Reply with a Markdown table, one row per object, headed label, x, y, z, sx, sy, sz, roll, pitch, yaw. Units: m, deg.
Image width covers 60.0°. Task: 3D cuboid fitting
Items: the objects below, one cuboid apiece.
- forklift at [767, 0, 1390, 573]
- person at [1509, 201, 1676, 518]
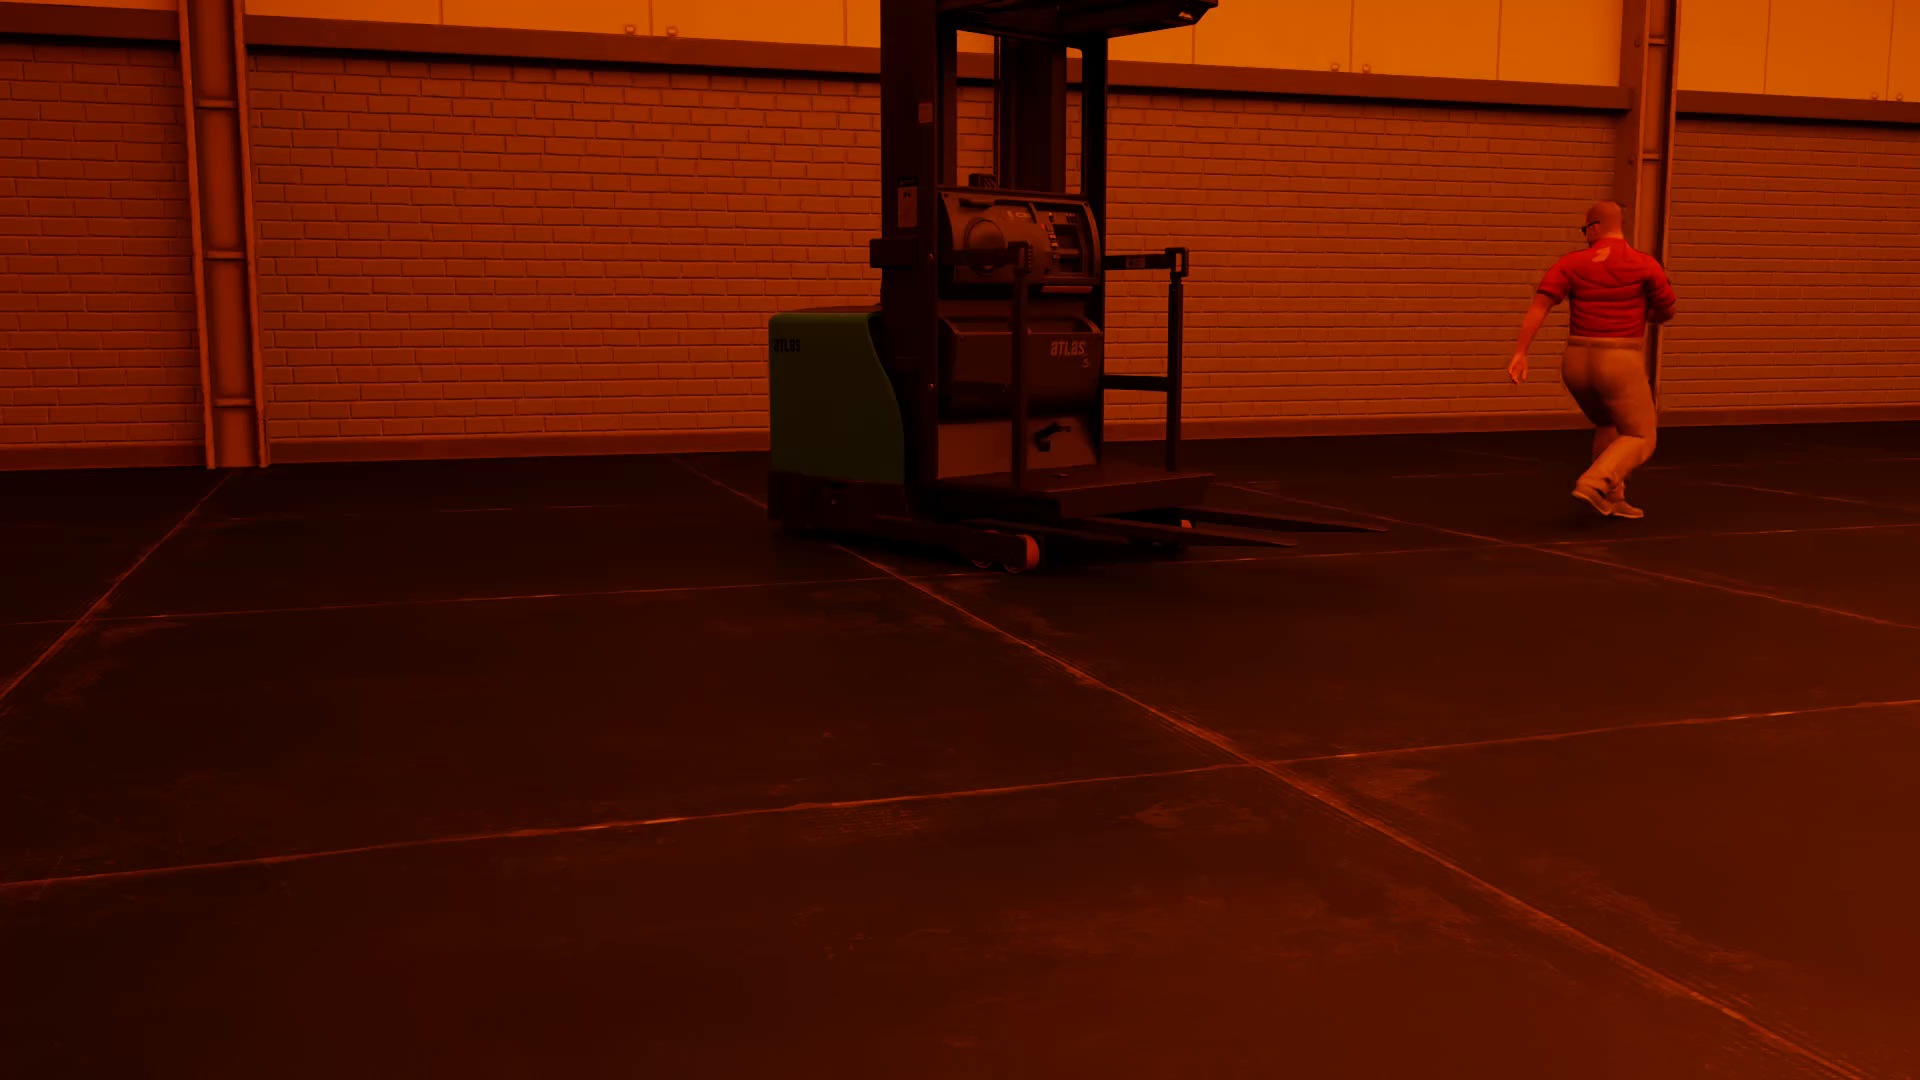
| label | x | y | z | sx | sy | sz | roll | pitch | yaw |
| --- | --- | --- | --- | --- | --- | --- | --- | --- | --- |
| forklift | 0.425 | -1.391 | 7.273 | 1.130 | 2.935 | 3.031 | -7 | 11 | -42 |
| person | 3.306 | -0.904 | 8.557 | 0.841 | 1.649 | 0.598 | -6 | 10 | -36 |
